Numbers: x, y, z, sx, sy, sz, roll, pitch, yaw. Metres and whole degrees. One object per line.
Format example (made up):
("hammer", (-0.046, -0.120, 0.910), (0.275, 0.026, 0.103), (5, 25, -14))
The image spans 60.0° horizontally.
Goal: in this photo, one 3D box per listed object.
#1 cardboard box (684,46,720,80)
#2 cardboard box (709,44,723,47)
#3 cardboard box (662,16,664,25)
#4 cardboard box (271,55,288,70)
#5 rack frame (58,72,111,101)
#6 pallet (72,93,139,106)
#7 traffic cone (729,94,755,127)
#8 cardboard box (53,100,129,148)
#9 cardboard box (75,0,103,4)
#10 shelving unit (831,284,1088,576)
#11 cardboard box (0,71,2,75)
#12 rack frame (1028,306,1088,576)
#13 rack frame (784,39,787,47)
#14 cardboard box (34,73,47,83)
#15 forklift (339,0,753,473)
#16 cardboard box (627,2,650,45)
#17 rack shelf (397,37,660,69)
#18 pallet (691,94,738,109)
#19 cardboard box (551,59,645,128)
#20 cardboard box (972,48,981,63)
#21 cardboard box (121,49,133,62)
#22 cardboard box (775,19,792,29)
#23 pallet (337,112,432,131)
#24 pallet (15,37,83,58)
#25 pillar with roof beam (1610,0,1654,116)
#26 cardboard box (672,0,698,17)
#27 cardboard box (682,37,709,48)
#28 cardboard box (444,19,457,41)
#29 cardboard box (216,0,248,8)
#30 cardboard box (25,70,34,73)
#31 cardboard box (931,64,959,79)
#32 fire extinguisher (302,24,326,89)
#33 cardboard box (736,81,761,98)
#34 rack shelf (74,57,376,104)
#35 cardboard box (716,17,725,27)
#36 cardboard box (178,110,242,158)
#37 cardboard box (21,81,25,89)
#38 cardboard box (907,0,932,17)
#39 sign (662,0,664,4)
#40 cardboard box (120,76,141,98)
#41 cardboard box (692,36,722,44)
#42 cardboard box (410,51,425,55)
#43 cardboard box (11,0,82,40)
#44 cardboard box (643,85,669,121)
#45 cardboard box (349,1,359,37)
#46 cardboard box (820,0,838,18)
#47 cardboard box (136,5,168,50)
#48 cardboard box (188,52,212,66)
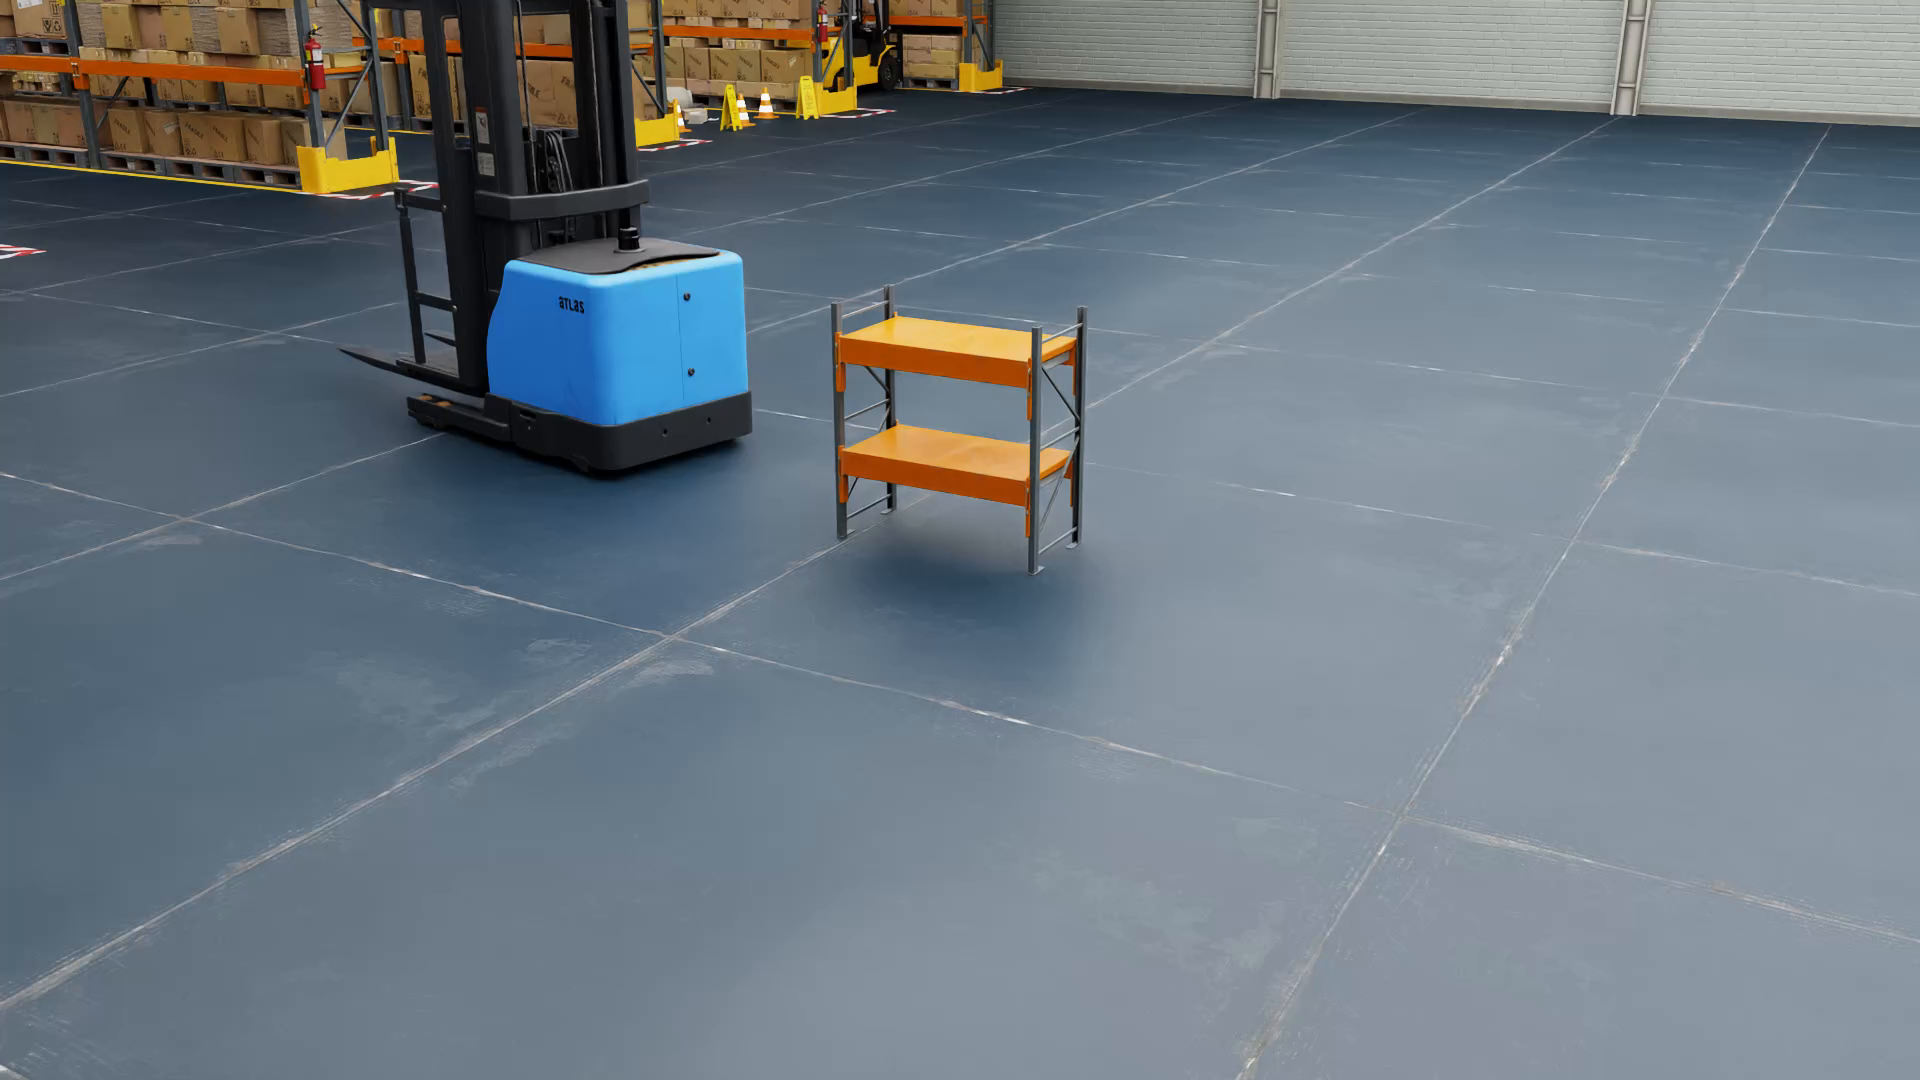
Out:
("cardboard box", (-4.232, -7.958, 27.722), (0.500, 0.500, 0.500), (12, 23, 30))
("cardboard box", (-4.002, -8.122, 28.173), (0.500, 0.500, 0.500), (12, 23, 30))
("cardboard box", (-4.929, -8.724, 27.885), (0.250, 0.149, 0.380), (11, 23, 27))
("cardboard box", (-7.449, -5.346, 18.572), (0.250, 0.149, 0.380), (11, 23, 27))
("rack frame", (-14.851, -8.892, 27.978), (0.127, 3.000, 1.000), (11, 23, 27))
("pallet", (-14.170, -7.452, 28.098), (1.213, 0.211, 1.003), (11, 23, 27))
("traffic cone", (-3.298, -6.494, 25.090), (0.334, 0.463, 0.336), (11, 23, 27))
("cardboard box", (-10.899, -5.242, 20.937), (0.500, 0.500, 0.700), (9, 22, 23))
("cardboard box", (-10.105, -6.608, 19.633), (0.500, 0.500, 0.500), (11, 23, 27))
("shelving unit", (-0.006, -0.530, 7.676), (1.048, 1.125, 0.538), (11, 23, 27))
("cardboard box", (-16.605, -8.142, 29.041), (0.250, 0.149, 0.380), (12, 23, 30))
("rack frame", (0.438, -0.445, 7.443), (0.032, 1.125, 0.500), (11, 23, 27))
("rack frame", (-3.123, -10.530, 32.495), (0.127, 3.000, 1.000), (11, 23, 27))
("cardboard box", (-15.523, -7.888, 28.340), (0.250, 0.149, 0.380), (10, 22, 25))
("forklift", (-2.600, -2.132, 9.445), (3.031, 2.935, 1.130), (17, 26, 39))
("cardboard box", (-4.720, -7.015, 22.584), (0.550, 0.550, 0.875), (11, 23, 27))
("rack shelf", (-6.120, -6.890, 23.517), (4.000, 0.370, 1.077), (11, 23, 27))
("pallet", (-3.868, -7.437, 28.058), (1.213, 0.211, 1.003), (11, 23, 27))
("cardboard box", (-4.999, -6.188, 23.024), (0.875, 0.875, 0.875), (11, 23, 28))
("cardboard box", (0.060, -9.145, 31.359), (0.500, 0.250, 0.500), (11, 23, 28))
("cardboard box", (-9.666, -5.740, 19.660), (0.250, 0.149, 0.380), (11, 23, 27))
("cardboard box", (-2.755, -8.276, 26.650), (0.250, 0.149, 0.380), (10, 22, 27))
("pallet", (-8.577, -6.356, 25.078), (1.213, 0.211, 1.003), (11, 23, 27))
("pallet", (-10.970, -6.182, 20.789), (1.213, 0.211, 1.003), (11, 23, 27))
("pillar with roof beam", (8.577, -9.792, 21.662), (0.400, 9.000, 9.100), (11, 23, 27))
("cardboard box", (-4.411, -8.918, 27.469), (0.500, 0.500, 0.500), (11, 22, 27))
("cardboard box", (-4.391, -8.268, 27.625), (0.250, 0.149, 0.380), (12, 23, 30))
("cardboard box", (-7.047, -7.489, 23.892), (0.550, 0.550, 0.875), (11, 23, 27))
("cardboard box", (-7.922, -6.192, 18.488), (0.500, 0.500, 0.500), (11, 23, 27))
("cardboard box", (-15.751, -8.080, 28.434), (0.250, 0.149, 0.380), (11, 22, 27))
("cardboard box", (-0.195, -8.754, 31.015), (0.500, 0.250, 0.500), (11, 23, 28))
("fire extinguisher", (-7.006, -5.244, 18.035), (0.183, 0.674, 0.296), (11, 23, 27))
("cardboard box", (-3.334, -7.434, 27.377), (0.500, 0.250, 0.500), (11, 23, 27))
("rack shelf", (-8.628, -5.431, 19.492), (4.000, 0.370, 1.077), (11, 23, 27))
("cardboard box", (-3.804, -8.527, 27.341), (0.250, 0.149, 0.380), (11, 23, 27))
("cardboard box", (-8.960, -4.872, 19.948), (0.500, 0.500, 0.500), (9, 22, 23))
("cardboard box", (-15.978, -7.885, 28.770), (0.250, 0.149, 0.380), (10, 22, 26))
("cardboard box", (-0.637, -10.004, 30.900), (0.500, 0.500, 0.500), (12, 23, 29))
("sign", (-4.099, -7.504, 22.769), (0.005, 0.325, 0.100), (11, 23, 27))
("cardboard box", (-13.408, -7.541, 27.306), (0.500, 0.500, 0.500), (11, 23, 28))
("cardboard box", (-4.915, -9.950, 33.763), (0.625, 0.625, 0.875), (10, 22, 25))
("cardboard box", (-9.595, -9.055, 30.929), (0.875, 0.875, 0.875), (11, 22, 27))
("cardboard box", (-10.999, -6.755, 20.592), (1.000, 1.000, 1.000), (11, 23, 28))
("cardboard box", (-4.817, -6.751, 25.739), (0.637, 0.503, 0.797), (-4, 20, -10))
("cardboard box", (-8.893, -7.699, 24.545), (0.500, 0.500, 0.500), (11, 22, 27))
("cardboard box", (-2.327, -8.735, 26.963), (0.500, 0.500, 0.500), (10, 22, 26))
("cardboard box", (-9.106, -6.048, 19.557), (0.500, 0.500, 0.875), (11, 23, 27))
("cardboard box", (-8.592, -5.522, 19.058), (0.250, 0.149, 0.380), (11, 23, 27))
